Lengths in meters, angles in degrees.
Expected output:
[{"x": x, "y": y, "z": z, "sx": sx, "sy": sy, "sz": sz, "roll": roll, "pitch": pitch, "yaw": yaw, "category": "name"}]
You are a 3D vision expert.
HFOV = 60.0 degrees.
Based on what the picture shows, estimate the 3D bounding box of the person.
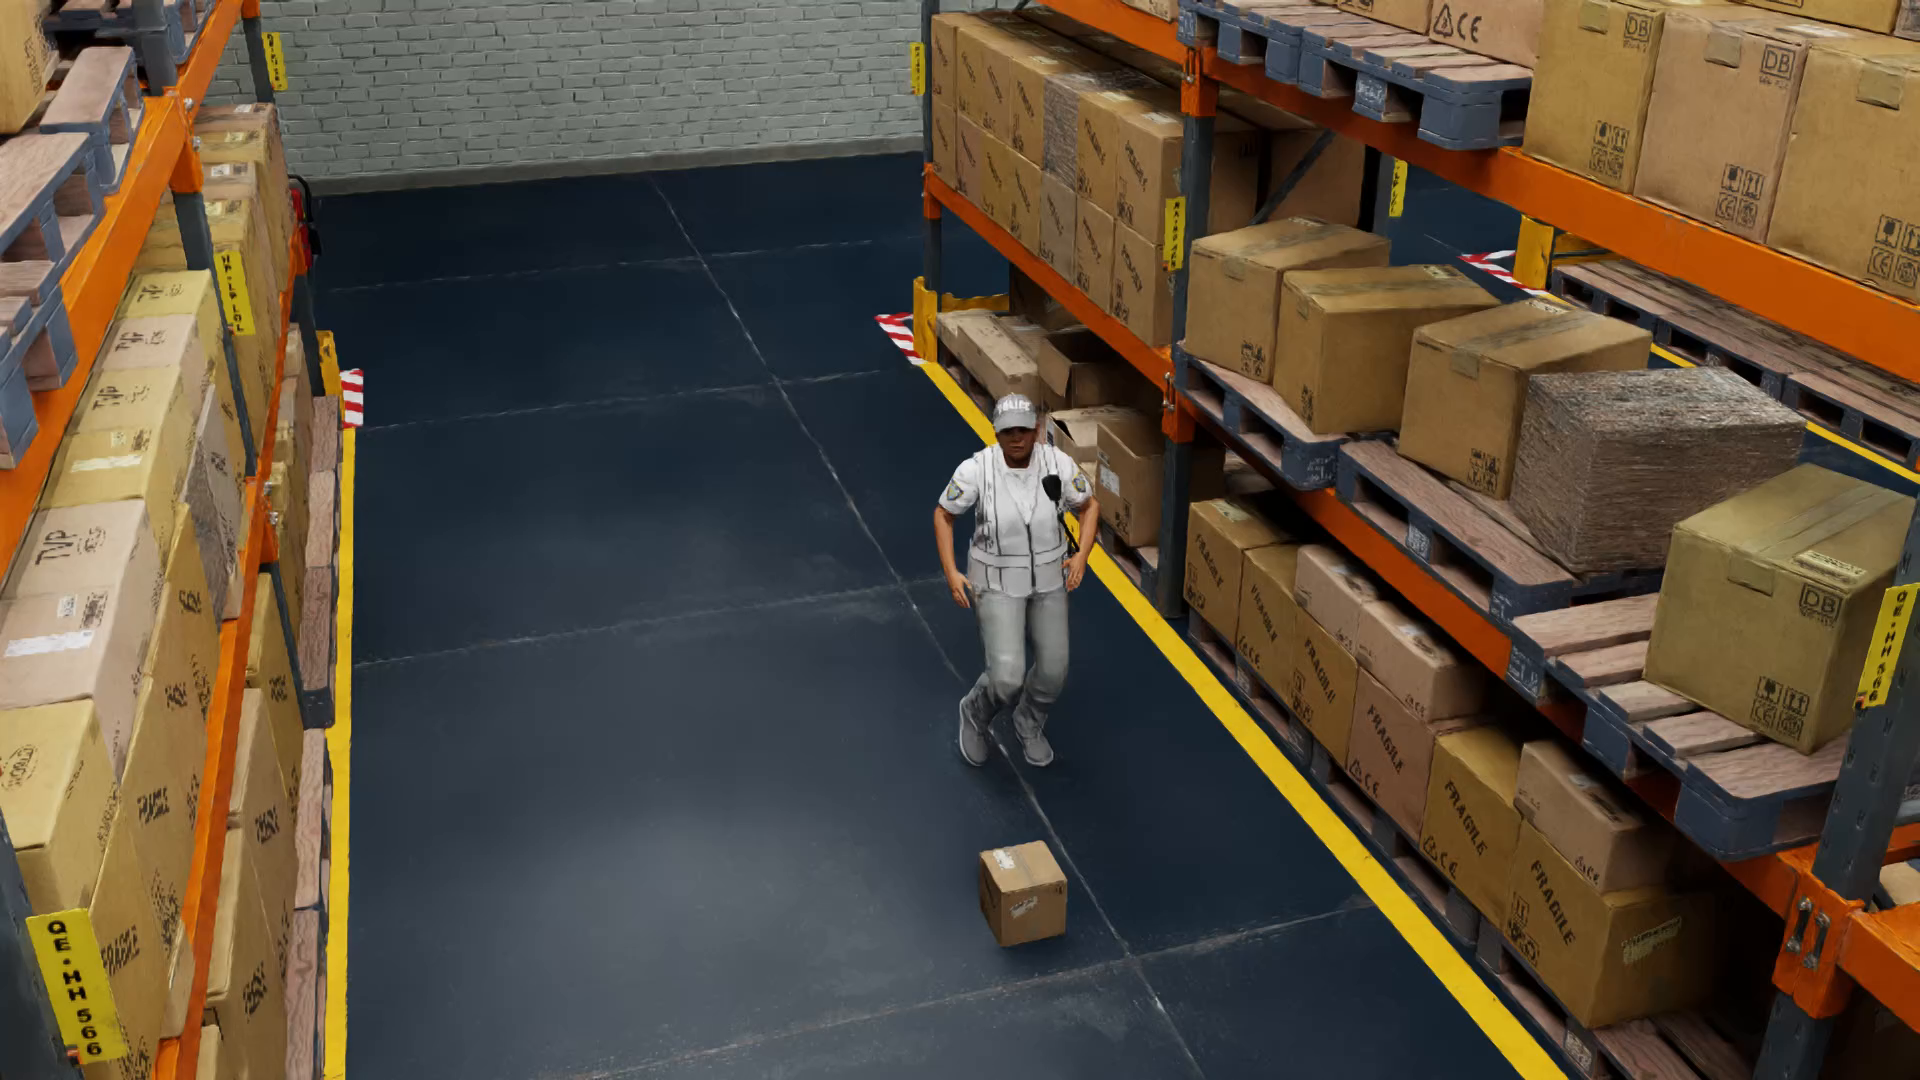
[{"x": 0.272, "y": 0.157, "z": 6.756, "sx": 0.665, "sy": 1.553, "sz": 0.524, "roll": -9, "pitch": 28, "yaw": -18, "category": "person"}]
